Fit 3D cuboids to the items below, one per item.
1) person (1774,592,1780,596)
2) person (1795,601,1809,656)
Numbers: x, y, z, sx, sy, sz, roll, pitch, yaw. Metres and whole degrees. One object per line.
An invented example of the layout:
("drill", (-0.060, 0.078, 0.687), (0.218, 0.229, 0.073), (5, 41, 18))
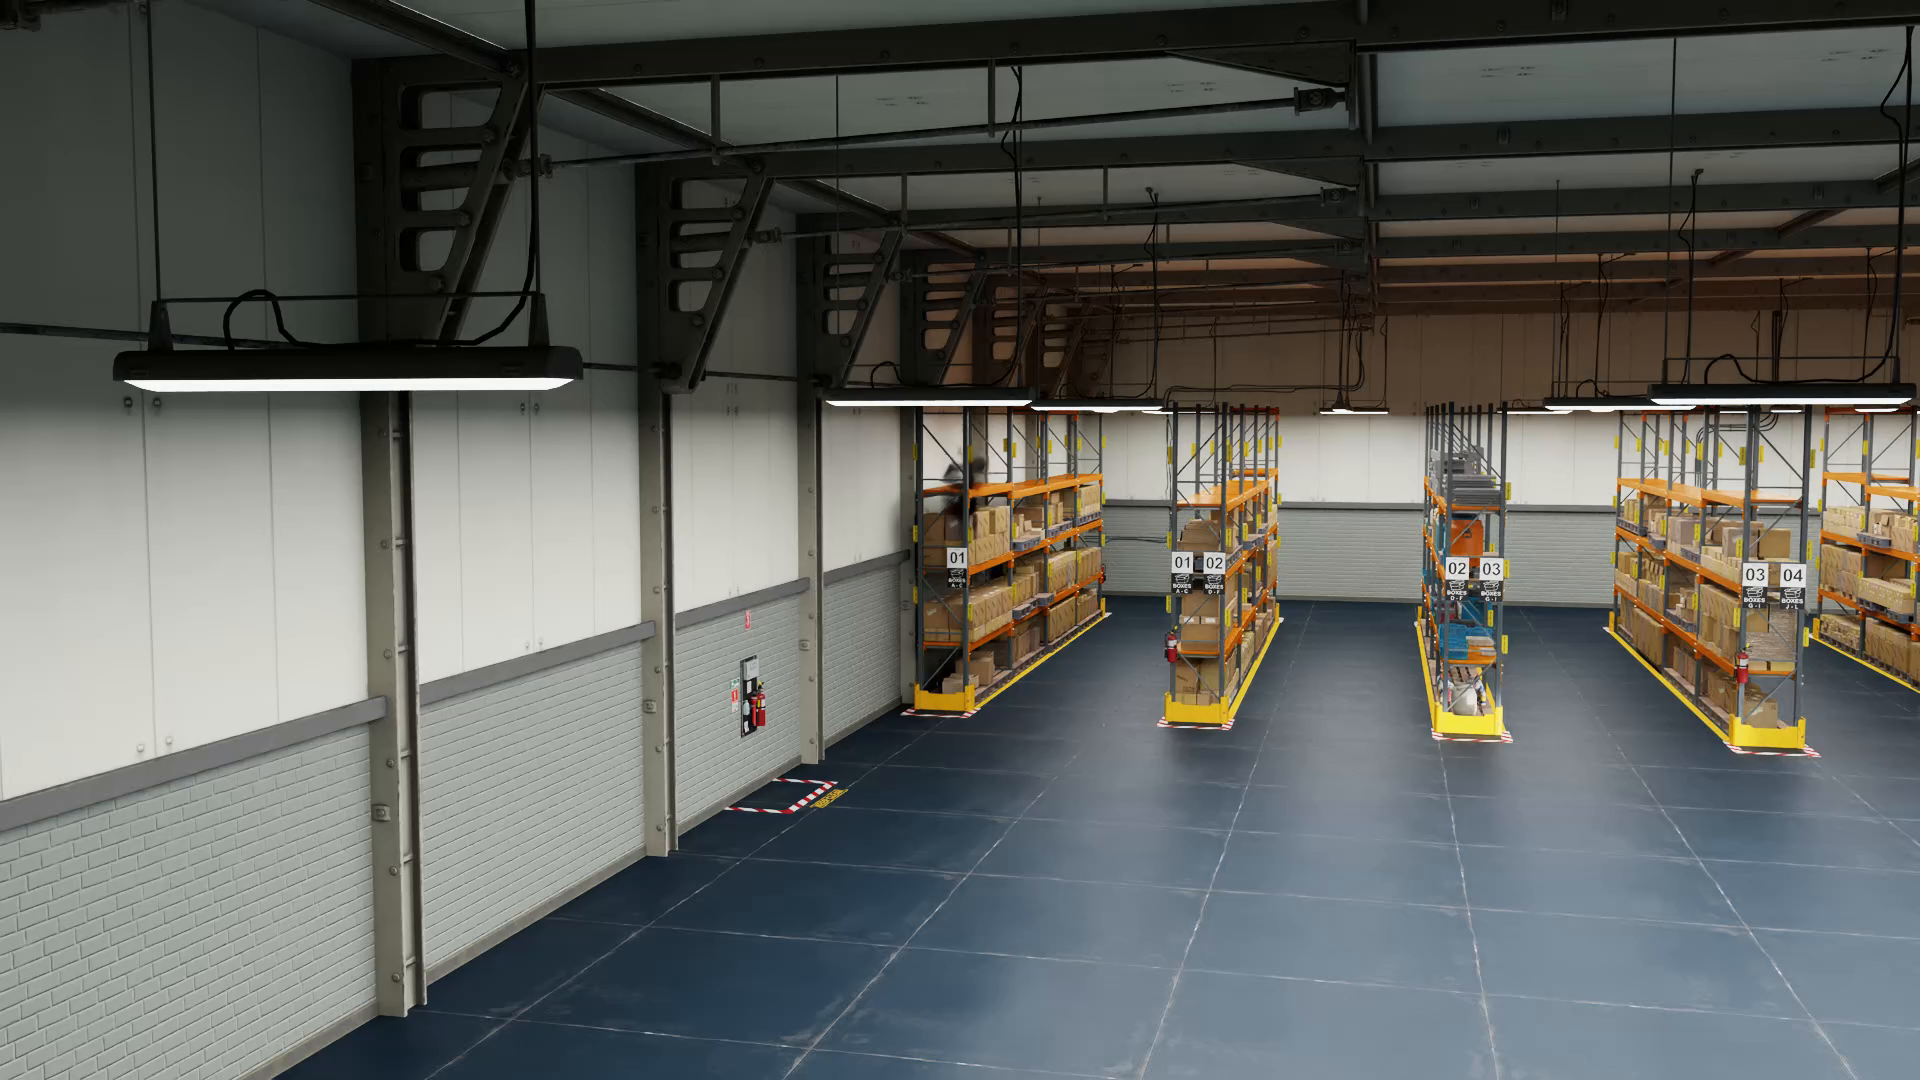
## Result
("person", (20.635, 1.785, 41.576), (0.644, 1.749, 0.639), (1, 4, 10))
("person", (20.174, 1.957, 40.177), (0.616, 1.651, 0.764), (1, 4, 16))
